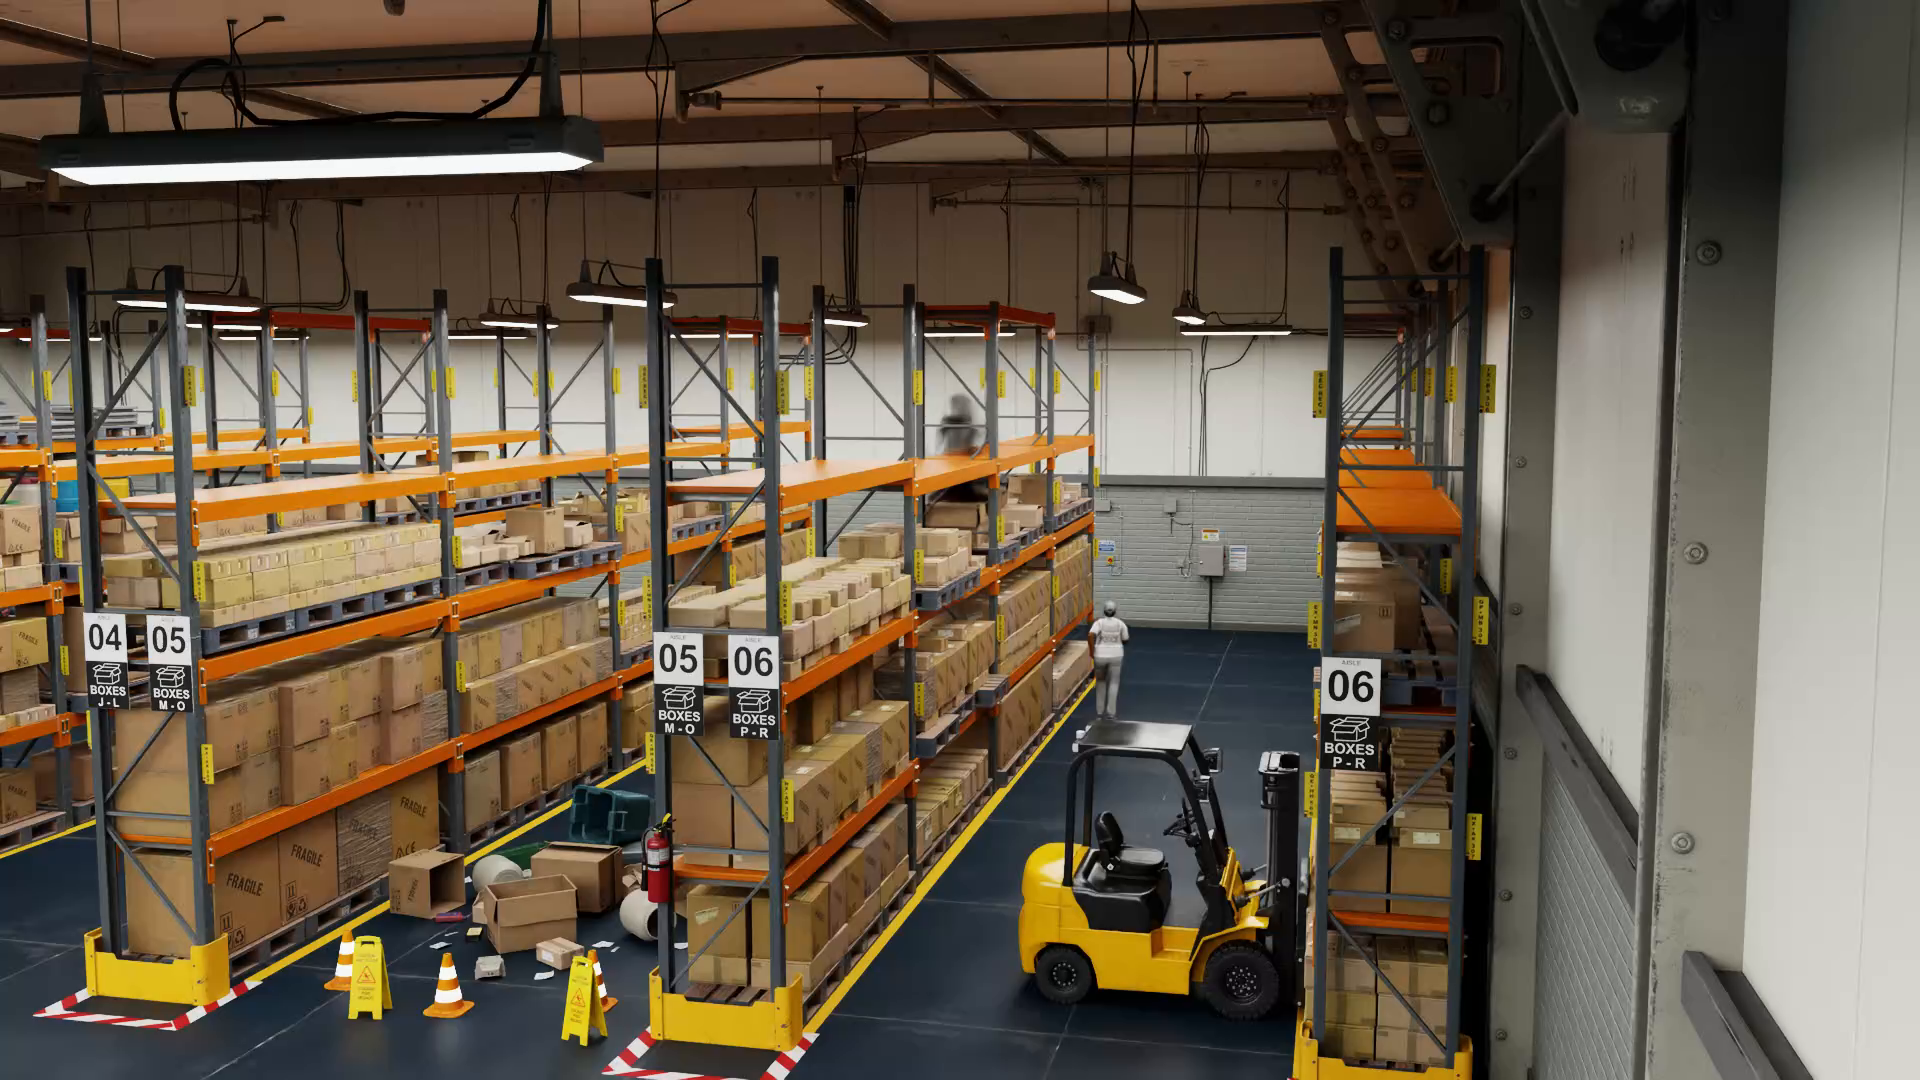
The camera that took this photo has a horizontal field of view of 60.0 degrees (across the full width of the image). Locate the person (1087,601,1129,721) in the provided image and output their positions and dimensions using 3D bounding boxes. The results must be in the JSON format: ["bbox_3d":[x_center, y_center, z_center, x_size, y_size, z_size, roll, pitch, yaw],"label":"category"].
[{"bbox_3d":[2.073,1.736,23.219,0.571,1.781,0.717,1,6,9],"label":"person"}]
